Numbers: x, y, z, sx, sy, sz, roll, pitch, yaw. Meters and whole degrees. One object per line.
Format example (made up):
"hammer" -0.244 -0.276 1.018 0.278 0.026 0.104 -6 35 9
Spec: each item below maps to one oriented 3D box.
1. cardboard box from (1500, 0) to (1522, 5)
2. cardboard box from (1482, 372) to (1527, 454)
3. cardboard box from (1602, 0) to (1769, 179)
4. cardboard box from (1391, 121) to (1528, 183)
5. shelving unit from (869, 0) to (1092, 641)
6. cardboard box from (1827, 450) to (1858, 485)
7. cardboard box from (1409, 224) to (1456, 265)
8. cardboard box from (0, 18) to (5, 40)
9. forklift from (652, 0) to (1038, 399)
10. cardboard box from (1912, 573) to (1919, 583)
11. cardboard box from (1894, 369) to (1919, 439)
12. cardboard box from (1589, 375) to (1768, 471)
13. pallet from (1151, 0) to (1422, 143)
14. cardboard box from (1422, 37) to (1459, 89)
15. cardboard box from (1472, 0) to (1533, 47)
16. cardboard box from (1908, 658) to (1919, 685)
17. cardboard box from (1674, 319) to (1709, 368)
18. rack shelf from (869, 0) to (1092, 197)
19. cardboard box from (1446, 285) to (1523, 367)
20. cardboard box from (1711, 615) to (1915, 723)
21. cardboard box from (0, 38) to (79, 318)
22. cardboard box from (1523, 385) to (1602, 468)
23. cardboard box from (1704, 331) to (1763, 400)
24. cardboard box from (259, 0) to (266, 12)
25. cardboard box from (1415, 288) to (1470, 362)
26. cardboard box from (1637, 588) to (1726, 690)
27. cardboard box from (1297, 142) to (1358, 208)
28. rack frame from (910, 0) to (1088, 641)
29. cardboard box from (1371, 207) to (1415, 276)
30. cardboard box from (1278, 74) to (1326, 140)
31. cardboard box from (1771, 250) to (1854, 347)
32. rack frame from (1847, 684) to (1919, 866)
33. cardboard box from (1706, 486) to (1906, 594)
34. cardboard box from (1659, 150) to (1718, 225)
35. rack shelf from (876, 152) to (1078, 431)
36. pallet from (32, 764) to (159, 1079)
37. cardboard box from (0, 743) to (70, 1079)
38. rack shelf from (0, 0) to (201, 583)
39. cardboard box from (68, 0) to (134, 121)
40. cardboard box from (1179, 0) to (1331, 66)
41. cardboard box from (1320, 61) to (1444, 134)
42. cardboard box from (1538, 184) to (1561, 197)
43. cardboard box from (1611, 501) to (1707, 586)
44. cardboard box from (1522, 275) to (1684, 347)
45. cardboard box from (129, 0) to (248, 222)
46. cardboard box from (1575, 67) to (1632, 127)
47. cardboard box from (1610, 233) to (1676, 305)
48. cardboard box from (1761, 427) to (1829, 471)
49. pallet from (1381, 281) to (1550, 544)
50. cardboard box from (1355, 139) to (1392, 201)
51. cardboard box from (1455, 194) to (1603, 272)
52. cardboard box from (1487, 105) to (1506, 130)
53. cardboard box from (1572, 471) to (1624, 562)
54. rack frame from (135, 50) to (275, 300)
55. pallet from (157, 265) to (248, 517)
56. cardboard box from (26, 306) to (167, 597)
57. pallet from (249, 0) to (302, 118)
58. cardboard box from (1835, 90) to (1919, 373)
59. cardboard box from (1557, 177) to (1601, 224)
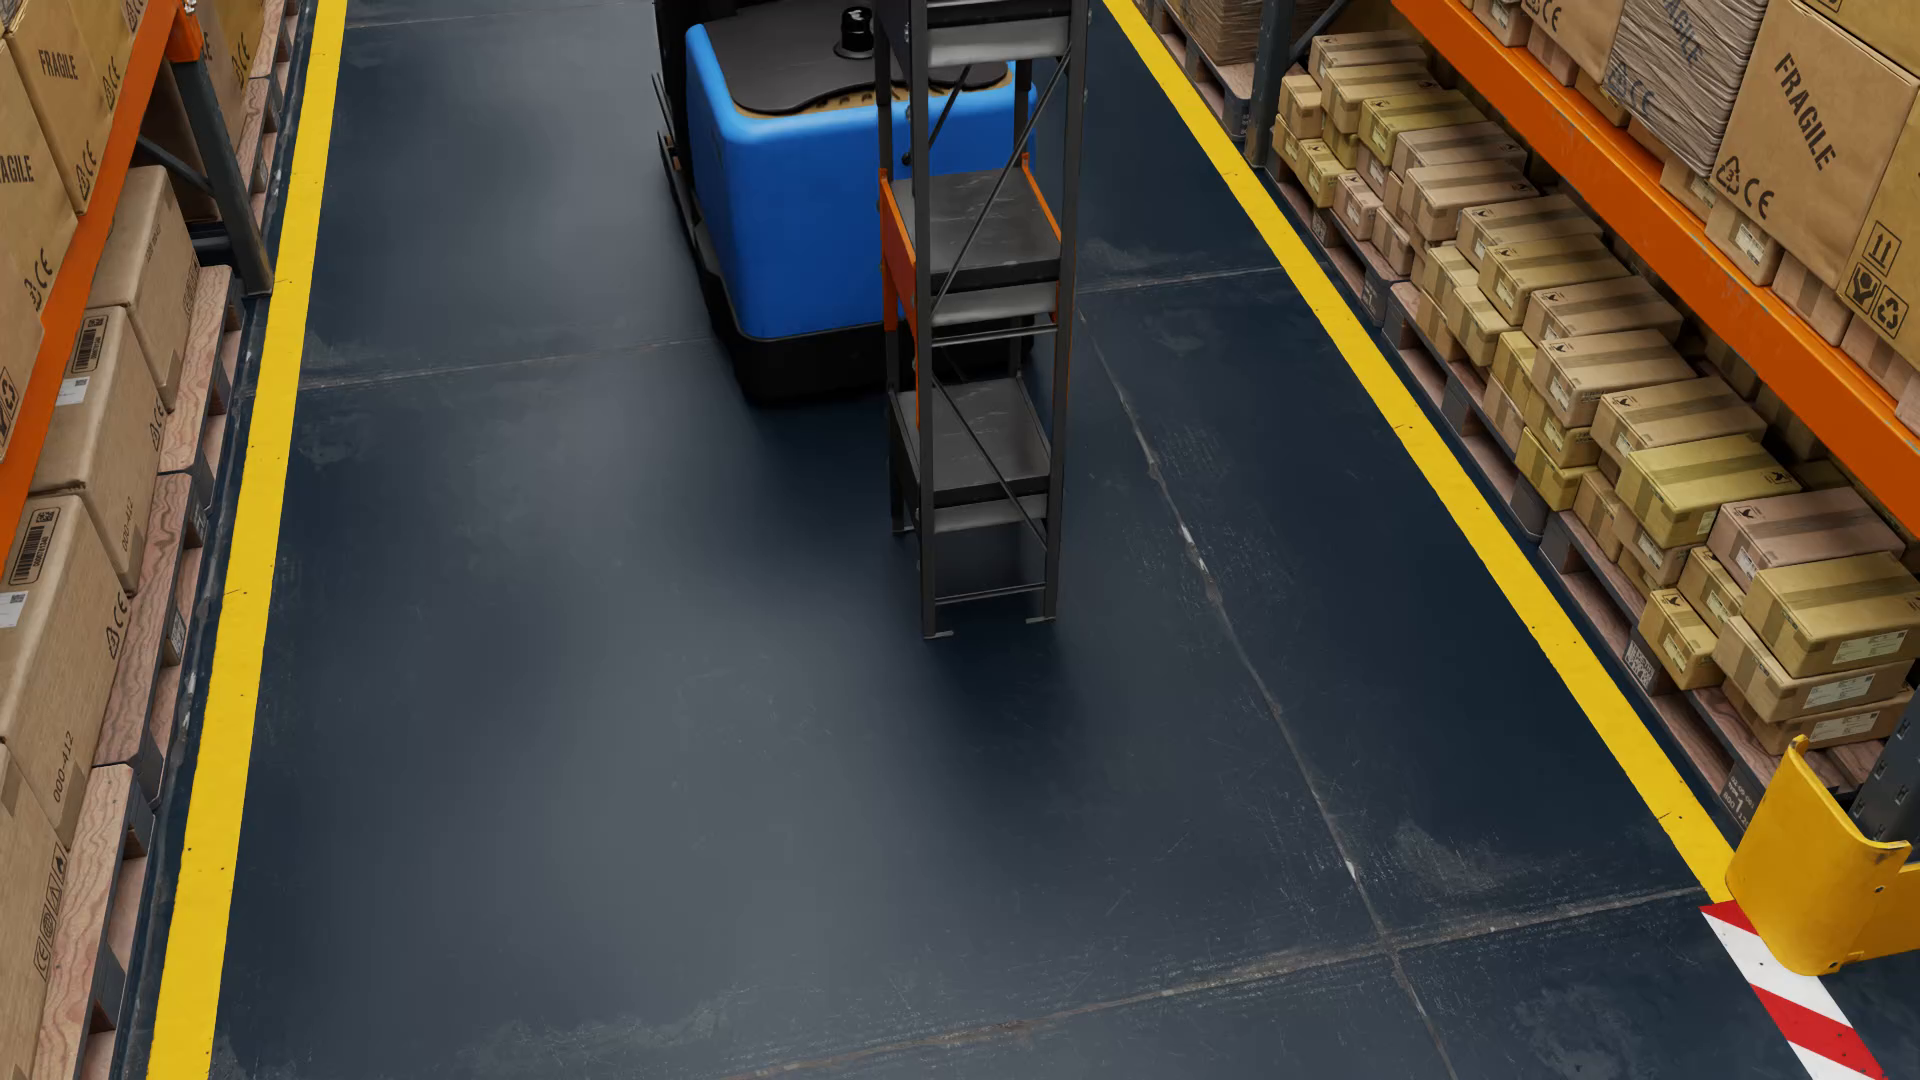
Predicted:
"cardboard box" 1.757 -1.929 4.864 0.500 0.500 0.500 -9 42 -10
"cardboard box" 1.906 -0.428 5.304 0.380 0.149 0.250 -8 42 -8
"cardboard box" 1.999 -1.261 4.111 0.500 0.500 0.500 -8 42 -9
"cardboard box" 1.763 -1.339 5.882 0.380 0.149 0.250 -9 42 -10
"shelving unit" 0.036 -0.678 4.432 0.431 2.100 0.503 -8 42 -9
"cardboard box" 2.684 -0.241 4.644 0.380 0.149 0.250 -8 42 -9
"cardboard box" 1.796 -1.049 5.779 0.380 0.149 0.250 -7 42 -7
"cardboard box" -2.411 -1.174 3.484 0.500 0.500 0.500 -8 42 -9
"forklift" -0.630 -2.569 5.936 1.130 2.935 3.031 -11 43 -12
"cardboard box" 2.705 0.040 4.552 0.380 0.149 0.250 -9 42 -9
"cardboard box" 2.225 -0.273 3.487 0.380 0.149 0.250 -8 42 -9
"cardboard box" 2.038 -0.314 4.727 0.380 0.149 0.250 -10 43 -11
"pallet" 1.539 -2.250 7.626 1.003 0.211 1.213 -8 42 -9
"cardboard box" 2.039 -1.909 6.524 0.380 0.149 0.250 -7 42 -8
"cardboard box" 1.782 -1.617 5.002 0.380 0.149 0.250 -7 42 -7
"cardboard box" 2.771 0.328 4.452 0.380 0.149 0.250 -8 42 -8
"cardboard box" 2.368 -0.616 5.291 0.380 0.149 0.250 -6 42 -7
"rack shelf" 0.036 -1.191 3.976 0.431 0.518 0.480 -8 42 -9
"cardboard box" 1.817 -0.713 5.401 0.380 0.149 0.250 -8 42 -9
"cardboard box" 2.179 0.301 4.259 0.380 0.149 0.250 -9 42 -10
"cardboard box" -2.416 -0.789 3.804 0.500 0.500 0.500 -7 42 -8
"cardboard box" 1.941 -0.369 5.014 0.380 0.149 0.250 -8 42 -9
"cardboard box" 2.499 -0.571 5.016 0.380 0.149 0.250 -7 42 -8
"cardboard box" -3.710 -2.931 7.576 0.875 0.875 0.875 -8 42 -9
"cardboard box" 1.793 -0.762 5.680 0.380 0.149 0.250 -9 42 -10
"cardboard box" 2.100 0.250 4.540 0.380 0.149 0.250 -7 42 -8
"cardboard box" 1.531 -1.425 6.427 0.380 0.149 0.250 -7 42 -8
"rack frame" 0.088 -0.520 4.254 0.400 2.100 0.015 -8 42 -9
"cardboard box" 1.739 -1.114 6.076 0.380 0.149 0.250 -9 42 -10
"cardboard box" 1.474 -1.710 6.524 0.380 0.149 0.250 -7 42 -7
"cardboard box" 2.140 -0.600 3.855 0.380 0.149 0.250 -9 42 -10
"rack frame" 2.572 -0.196 3.211 1.000 3.000 0.127 -8 42 -9
"cardboard box" 2.212 0.013 4.359 0.380 0.149 0.250 -8 42 -8
"cardboard box" 2.034 -0.937 4.235 0.380 0.149 0.250 -10 43 -11
"rack shelf" 0.036 -0.668 4.441 0.431 0.518 0.480 -8 42 -9
"pallet" -2.489 1.115 3.835 1.003 0.211 1.213 -8 42 -9
"cardboard box" -2.480 0.967 3.515 0.875 0.438 0.875 -10 43 -11
"rack shelf" -2.671 -0.448 4.037 1.077 0.370 4.000 -8 42 -9
"cardboard box" -2.637 -1.454 4.554 0.500 0.500 0.500 -9 42 -10
"cardboard box" 1.303 -2.454 7.322 0.500 0.500 0.500 -9 42 -10
"cardboard box" 1.582 -1.662 6.246 0.380 0.149 0.250 -6 42 -7
"cardboard box" 2.265 -1.148 5.891 0.380 0.149 0.250 -7 42 -8
"cardboard box" 2.065 -0.036 4.638 0.380 0.149 0.250 -10 43 -11
"cardboard box" 1.977 -0.667 5.124 0.380 0.149 0.250 -10 43 -11
"cardboard box" -3.315 -1.767 6.265 0.875 0.875 0.875 -7 42 -8
"cardboard box" 1.960 -1.290 4.633 0.380 0.149 0.250 -8 42 -9
"cardboard box" 2.339 -0.897 5.384 0.380 0.149 0.250 -8 42 -9
"cardboard box" 2.617 -0.288 4.922 0.380 0.149 0.250 -7 42 -8
"pallet" 2.155 -0.523 5.680 1.003 0.211 1.213 -8 42 -9
"cardboard box" 1.704 -1.406 6.181 0.380 0.149 0.250 -9 42 -10
"cardboard box" 1.878 -0.998 5.498 0.380 0.149 0.250 -10 43 -11
"cardboard box" 2.194 -1.588 6.163 0.380 0.149 0.250 -9 42 -10
"cardboard box" 2.061 -0.092 4.925 0.380 0.149 0.250 -8 42 -9
"rack frame" -3.103 -2.014 5.259 1.000 3.000 0.127 -8 42 -9
"pallet" -3.015 -0.467 5.617 1.003 0.211 1.213 -8 42 -9
"cardboard box" -2.879 -0.210 4.841 0.875 0.438 0.875 -10 42 -11
"pallet" -3.610 -2.253 7.629 1.003 0.211 1.213 -8 42 -9
"cardboard box" 2.224 -0.599 3.366 0.500 0.500 0.500 -8 42 -8
"cardboard box" 2.322 -1.247 5.778 0.380 0.149 0.250 -10 43 -11
